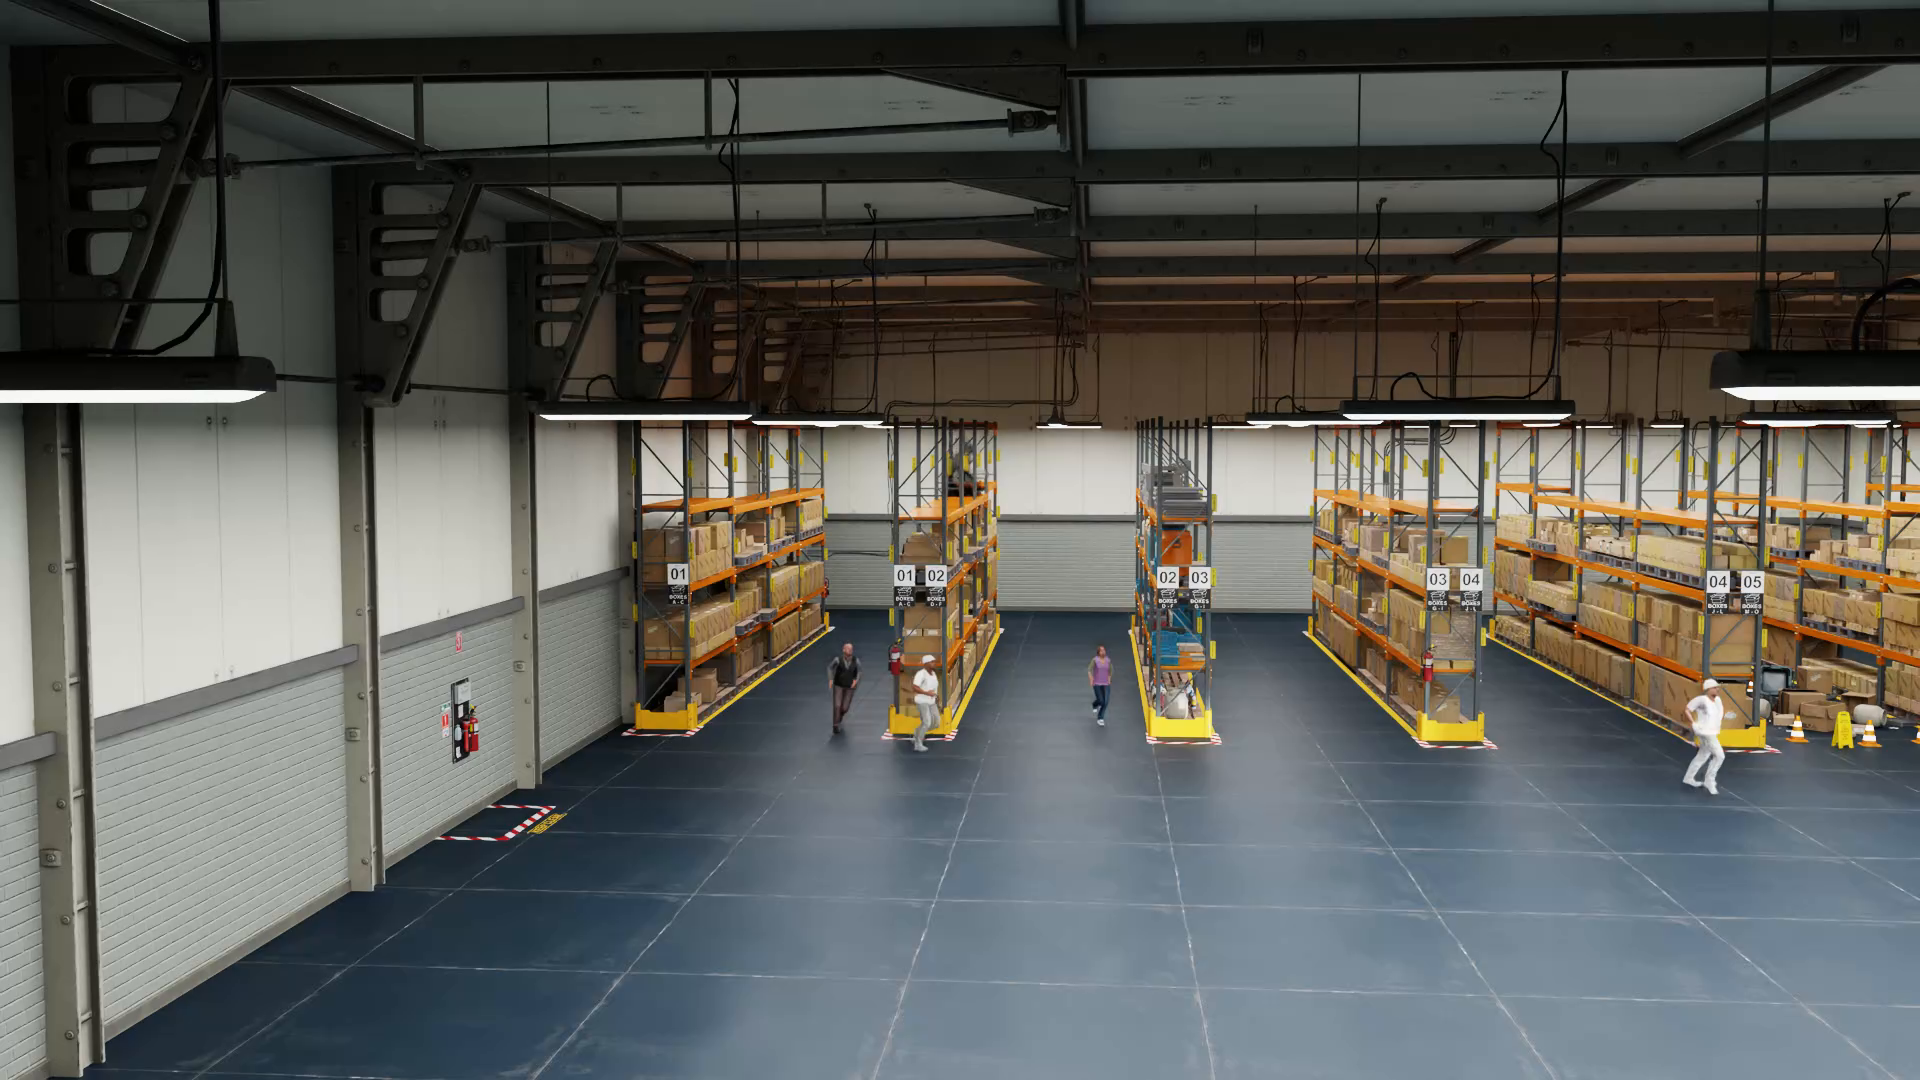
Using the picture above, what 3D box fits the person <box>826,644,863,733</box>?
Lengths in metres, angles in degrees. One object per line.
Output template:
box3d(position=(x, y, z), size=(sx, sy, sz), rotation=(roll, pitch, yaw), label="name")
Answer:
box3d(position=(-2.208, 2.824, 31.884), size=(0.698, 1.688, 0.712), rotation=(-1, 4, -10), label="person")

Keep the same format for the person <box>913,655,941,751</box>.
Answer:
box3d(position=(-0.571, 2.915, 29.901), size=(0.612, 1.704, 0.740), rotation=(2, 4, 34), label="person")

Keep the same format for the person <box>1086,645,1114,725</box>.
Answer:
box3d(position=(2.761, 2.831, 32.477), size=(0.536, 1.555, 0.544), rotation=(-1, 4, -10), label="person")

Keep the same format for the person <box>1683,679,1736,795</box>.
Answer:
box3d(position=(11.919, 3.123, 26.443), size=(0.644, 1.843, 0.749), rotation=(-4, 5, -45), label="person")
